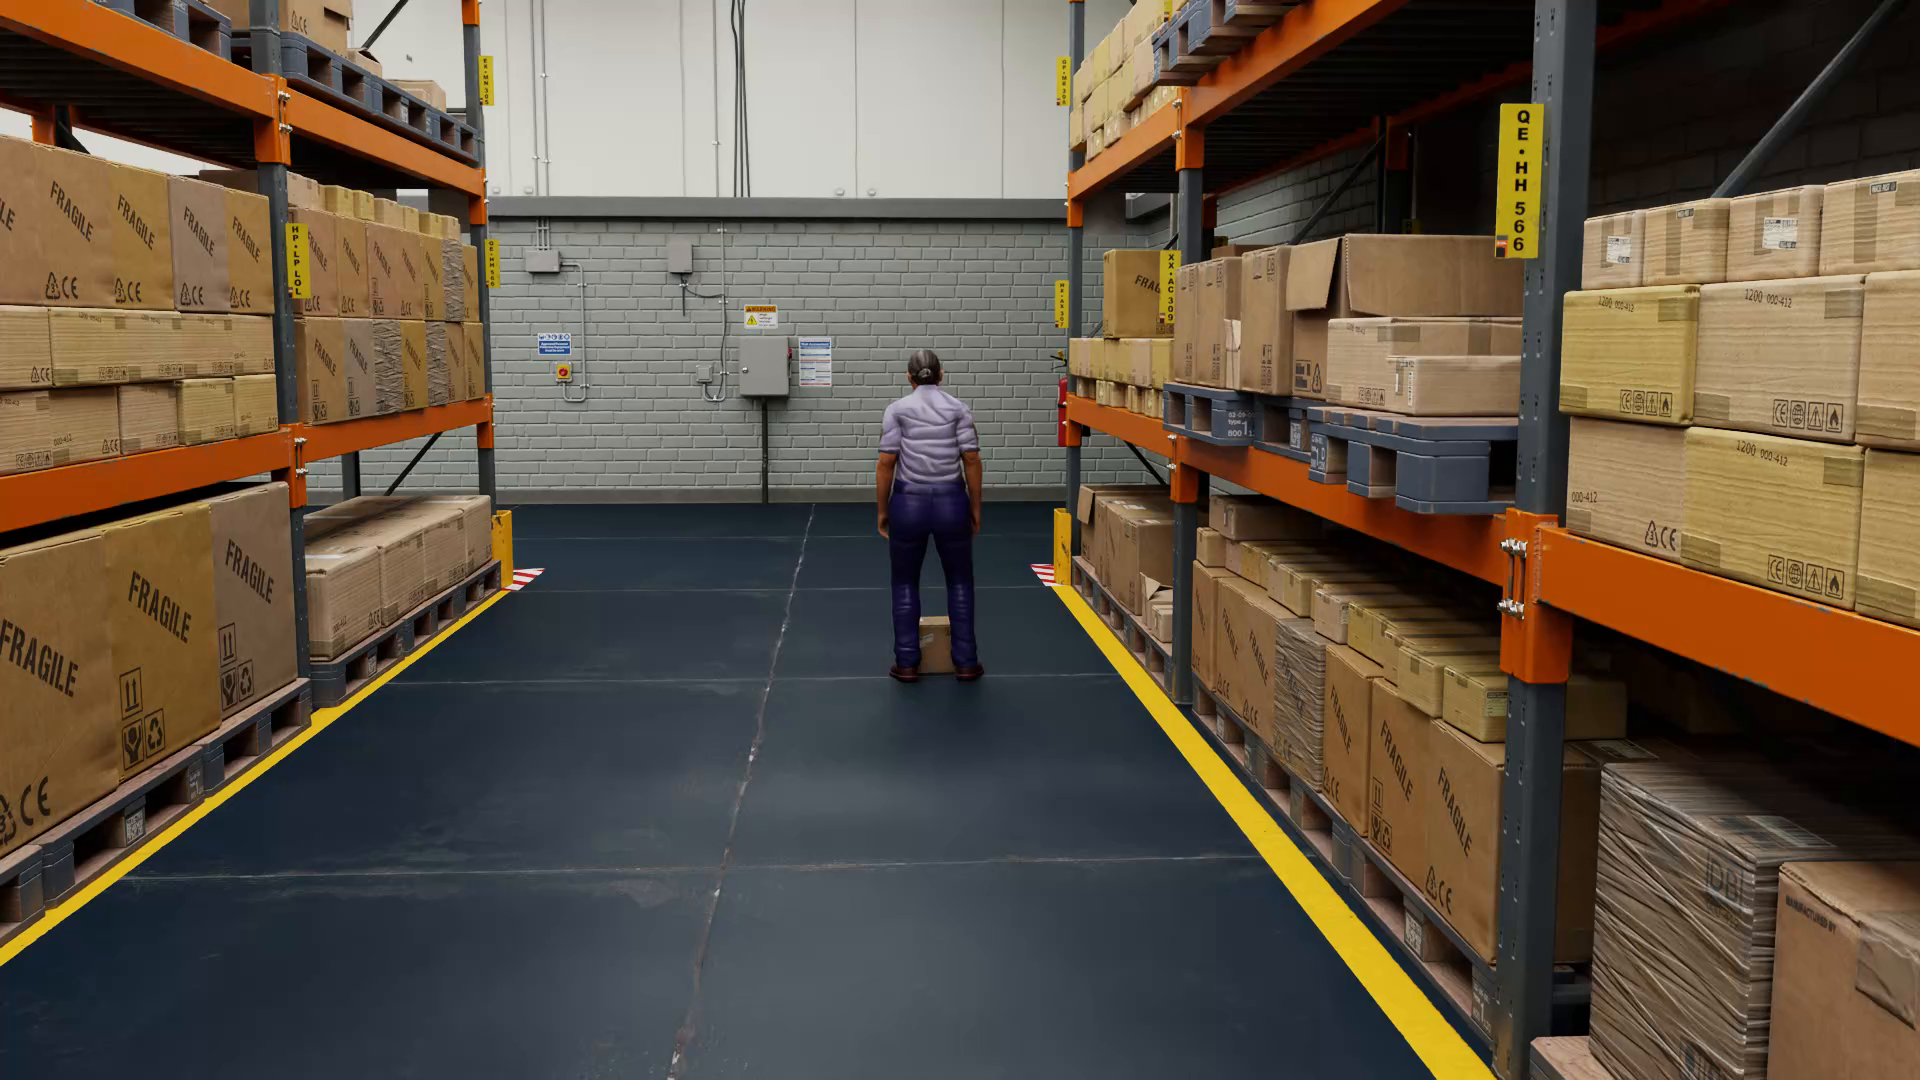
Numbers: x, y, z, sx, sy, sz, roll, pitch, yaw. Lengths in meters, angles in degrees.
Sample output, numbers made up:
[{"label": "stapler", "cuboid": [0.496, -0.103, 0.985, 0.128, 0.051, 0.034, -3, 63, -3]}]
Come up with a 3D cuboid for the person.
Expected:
[{"label": "person", "cuboid": [-0.145, -0.126, 8.315, 0.549, 1.651, 0.331, -1, 7, -5]}]
